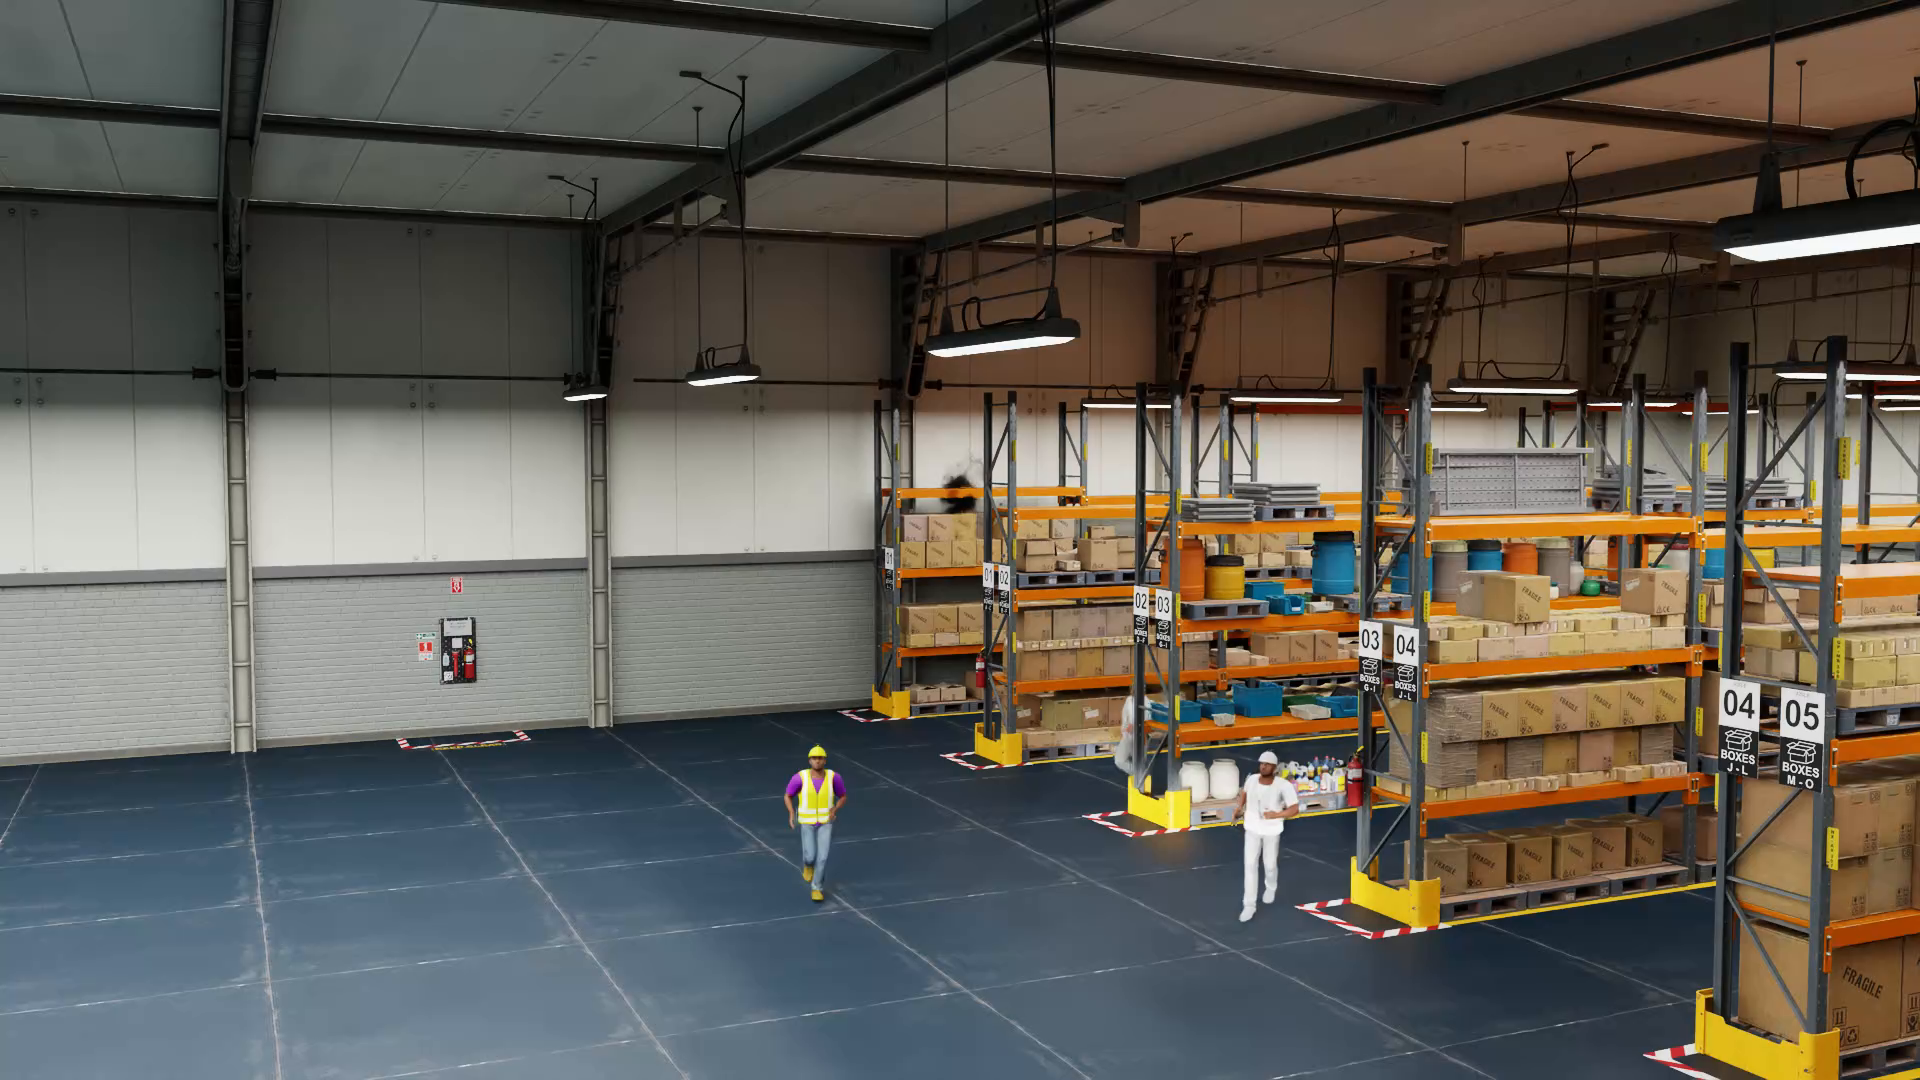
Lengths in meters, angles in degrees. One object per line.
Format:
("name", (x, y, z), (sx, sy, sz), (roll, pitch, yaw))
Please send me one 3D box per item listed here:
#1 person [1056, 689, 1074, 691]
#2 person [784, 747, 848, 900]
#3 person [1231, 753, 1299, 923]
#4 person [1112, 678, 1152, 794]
("person", (1.829, 2.679, 29.407), (0.493, 1.552, 0.503), (-2, 4, -34))
("person", (-1.628, 3.207, 18.870), (0.714, 1.722, 0.592), (-1, 3, -10))
("person", (3.336, 3.217, 18.220), (0.753, 1.778, 0.925), (1, 4, 23))
("person", (2.528, 2.874, 24.317), (0.643, 1.747, 0.643), (-3, 5, -44))
